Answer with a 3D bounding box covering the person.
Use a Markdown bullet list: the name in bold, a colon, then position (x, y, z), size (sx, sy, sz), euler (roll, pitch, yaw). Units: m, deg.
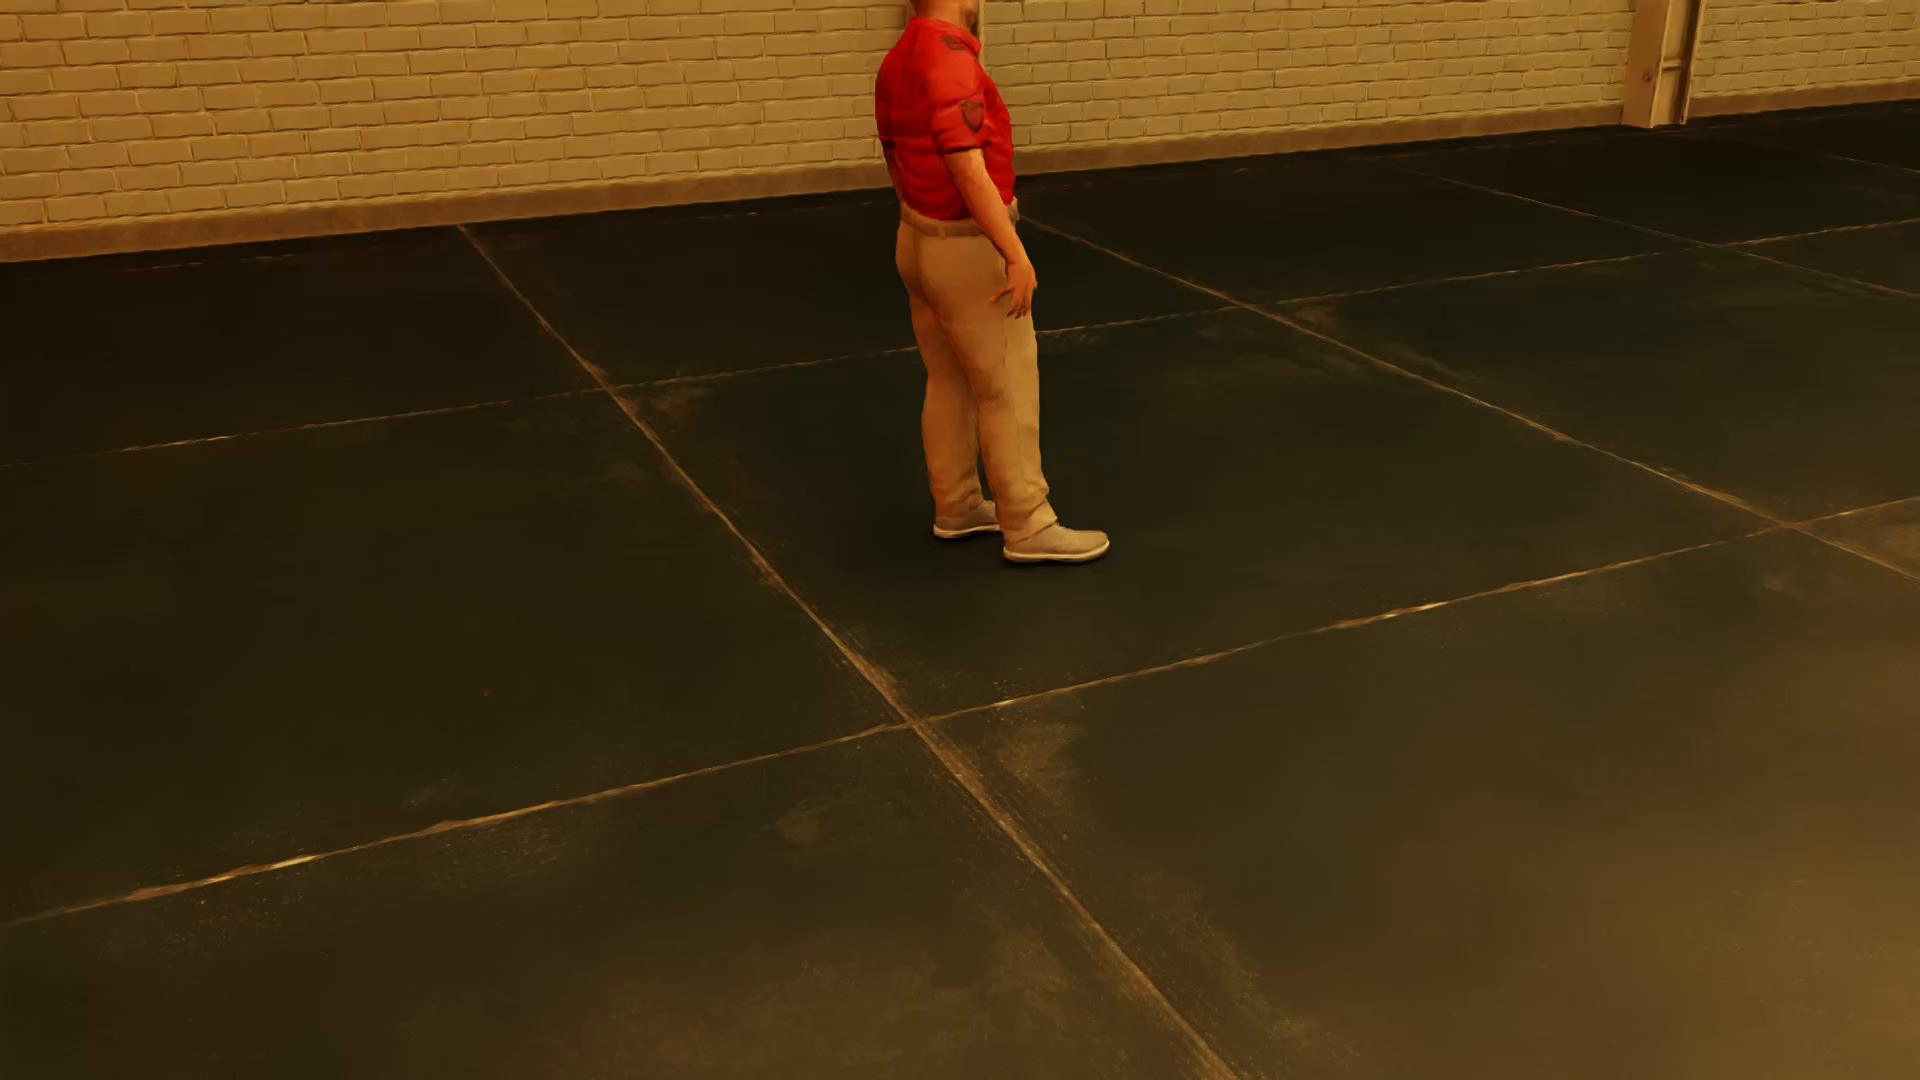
- **person**: position (0.086, -0.815, 4.797), size (0.550, 1.726, 0.640), euler (-10, 25, -23)
